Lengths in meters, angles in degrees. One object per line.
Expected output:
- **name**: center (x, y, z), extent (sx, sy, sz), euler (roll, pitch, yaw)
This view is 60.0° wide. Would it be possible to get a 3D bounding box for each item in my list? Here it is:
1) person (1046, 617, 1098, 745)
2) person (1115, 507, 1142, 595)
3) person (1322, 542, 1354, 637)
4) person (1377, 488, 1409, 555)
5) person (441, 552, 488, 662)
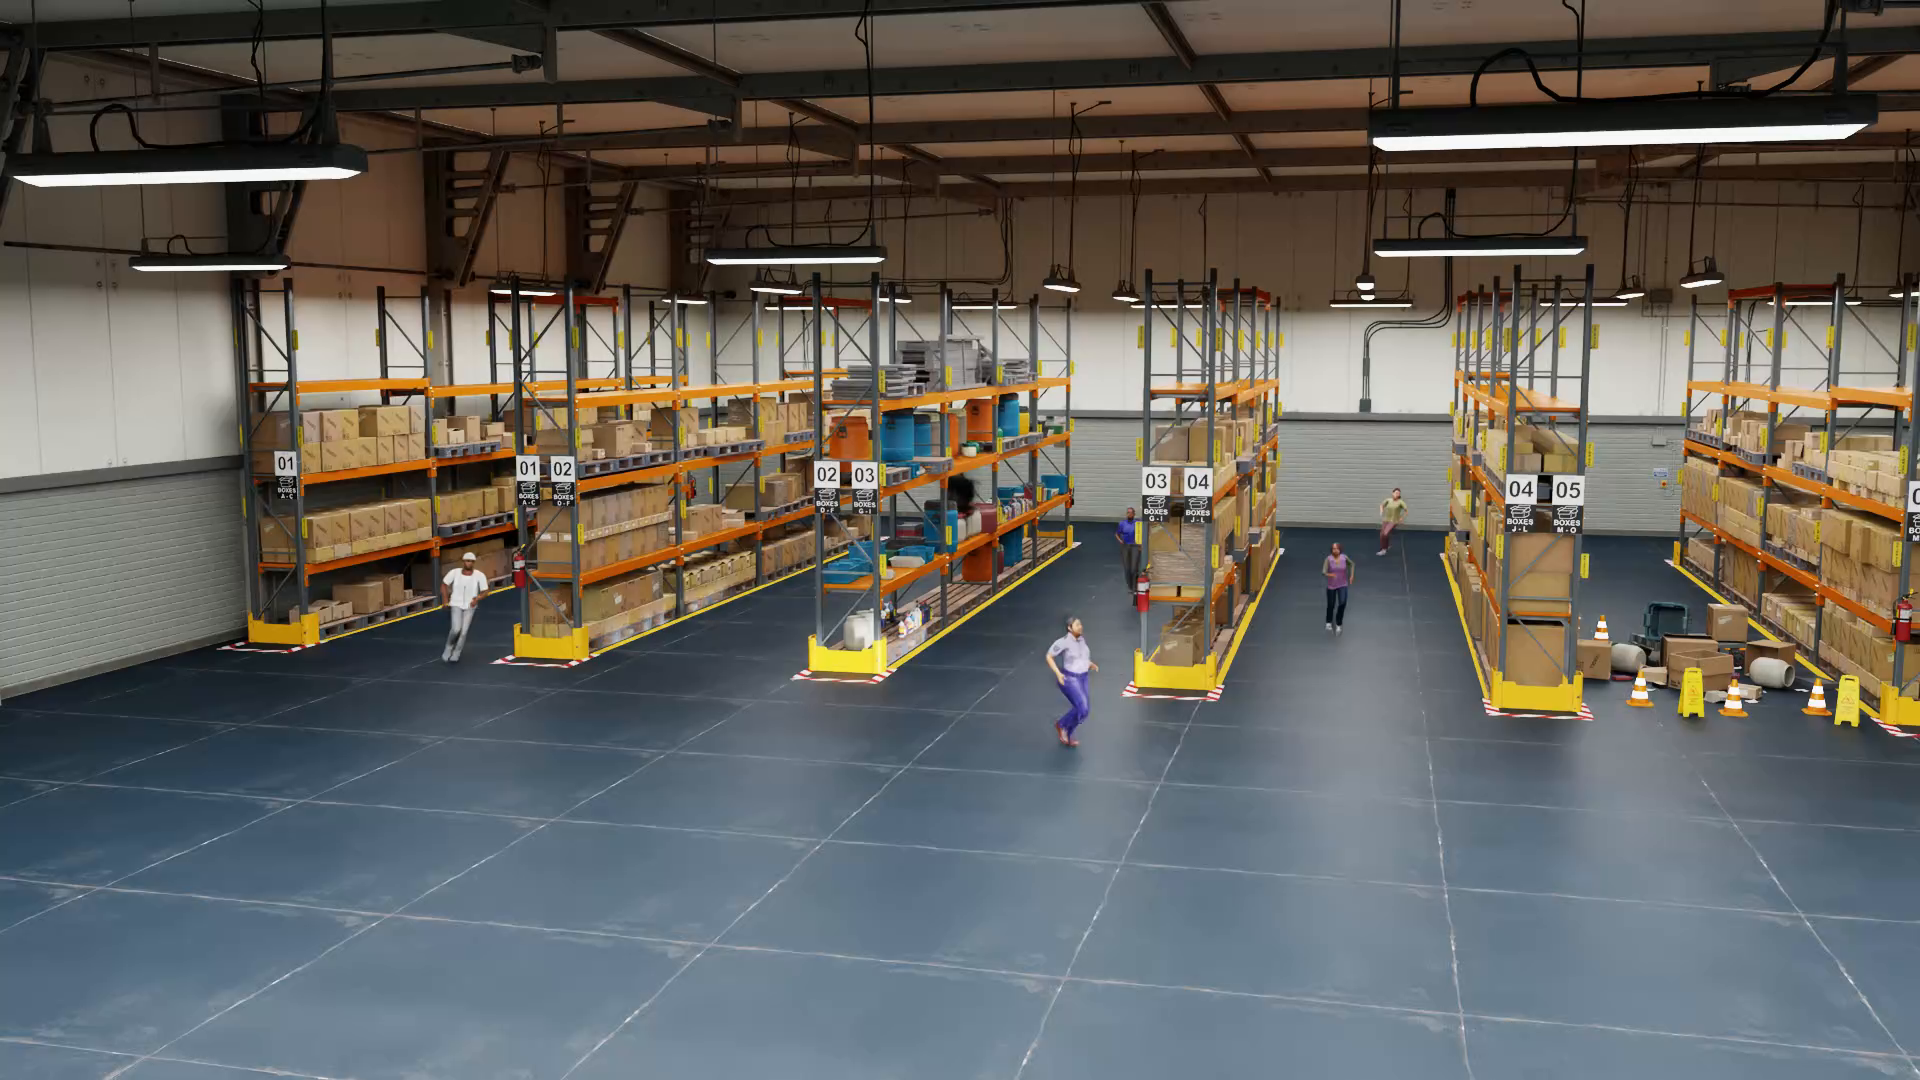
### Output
- **person**: center (1.438, 1.761, 20.496), extent (0.573, 1.588, 0.586), euler (6, 9, 39)
- **person**: center (3.157, 0.225, 30.870), extent (0.576, 1.652, 0.573), euler (2, 7, 13)
- **person**: center (6.415, 0.827, 28.263), extent (0.546, 1.592, 0.815), euler (1, 7, 11)
- **person**: center (10.006, -0.412, 38.598), extent (0.671, 1.590, 0.593), euler (6, 9, 39)
- **person**: center (-7.710, 1.047, 25.888), extent (0.731, 1.709, 0.589), euler (-3, 7, -21)
